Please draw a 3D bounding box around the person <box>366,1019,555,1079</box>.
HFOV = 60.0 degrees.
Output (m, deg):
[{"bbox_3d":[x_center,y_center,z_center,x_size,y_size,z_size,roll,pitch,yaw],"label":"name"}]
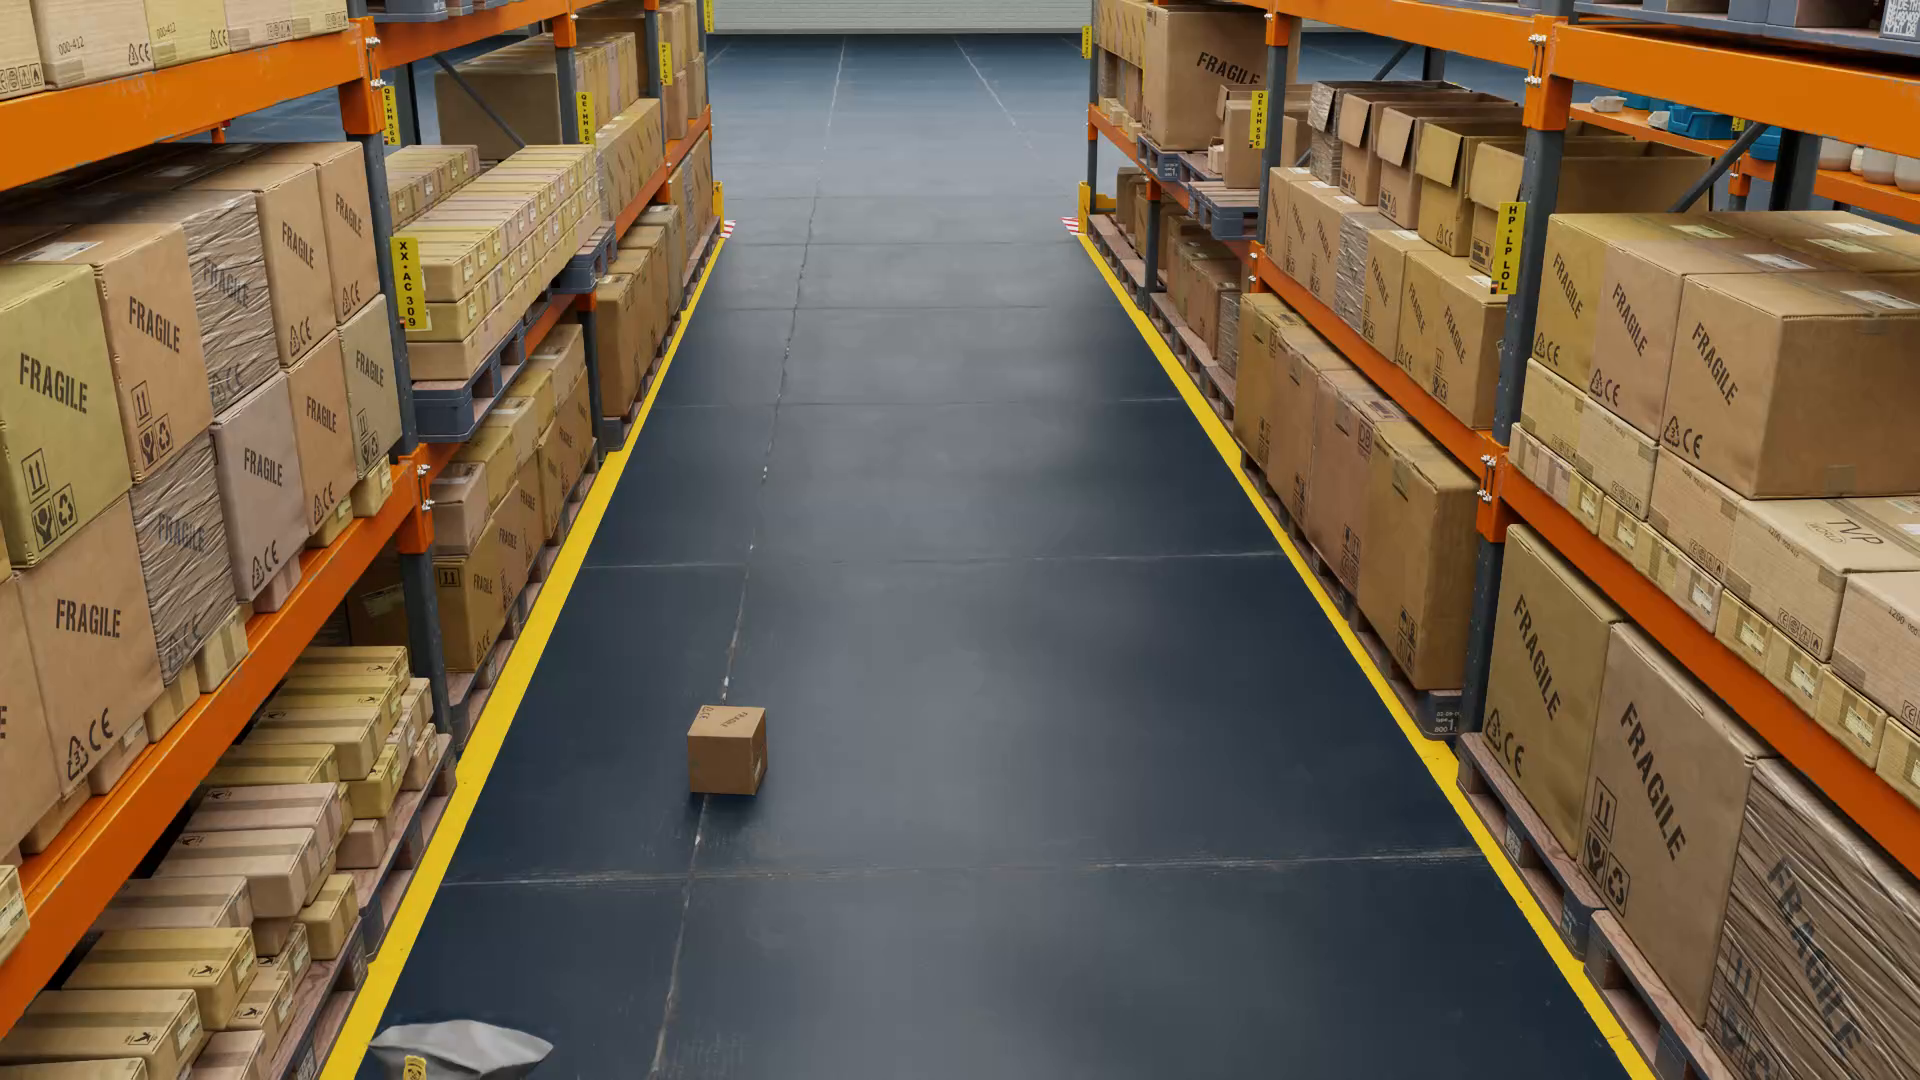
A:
[{"bbox_3d":[-0.722,1.474,2.579,0.483,1.634,0.985,2,21,5],"label":"person"}]
